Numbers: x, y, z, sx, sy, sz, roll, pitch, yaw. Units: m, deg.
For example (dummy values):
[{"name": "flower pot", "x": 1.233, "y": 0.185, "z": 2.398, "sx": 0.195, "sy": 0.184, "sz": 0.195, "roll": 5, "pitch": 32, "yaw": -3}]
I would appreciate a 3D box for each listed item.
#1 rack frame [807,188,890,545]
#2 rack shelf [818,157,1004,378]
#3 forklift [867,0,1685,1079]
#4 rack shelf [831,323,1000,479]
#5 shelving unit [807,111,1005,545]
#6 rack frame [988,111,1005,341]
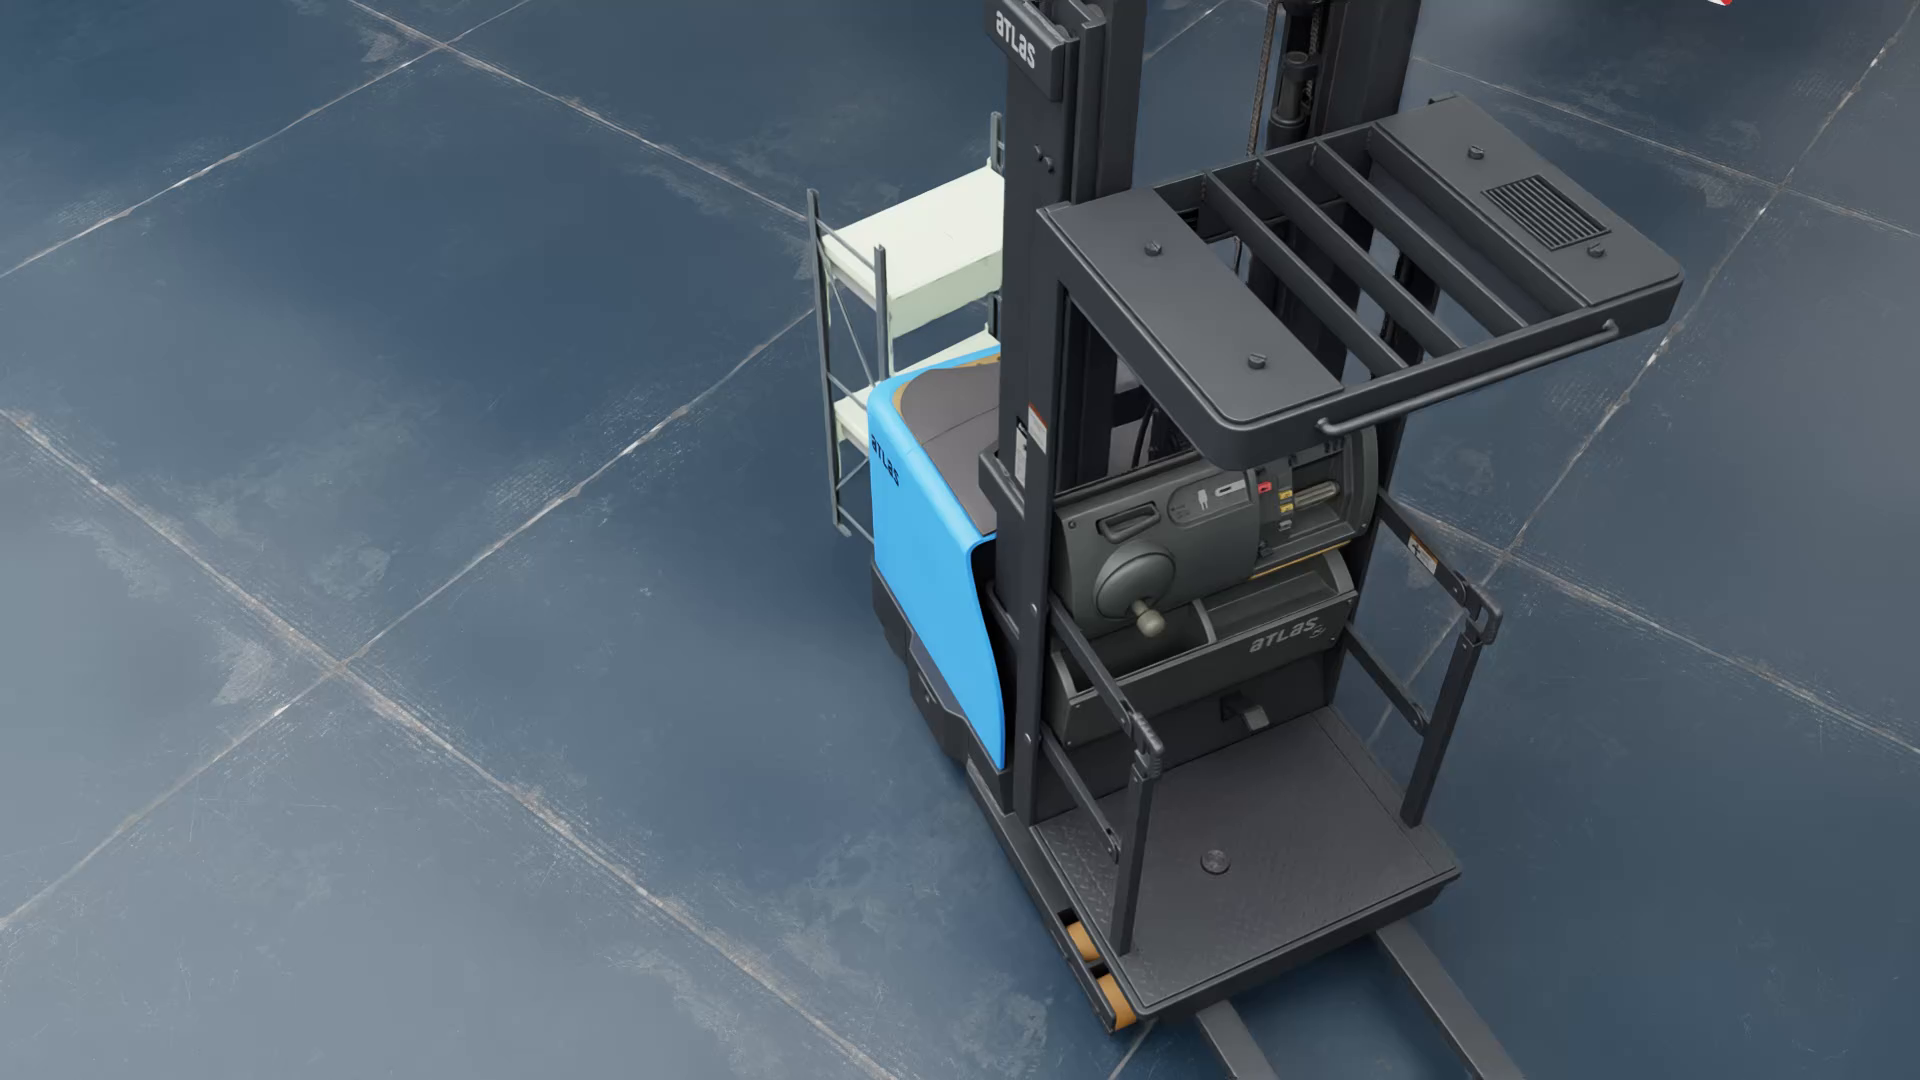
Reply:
[{"name": "rack frame", "x": -0.352, "y": -0.472, "z": 5.664, "sx": 0.023, "sy": 1.500, "sz": 0.400, "roll": -29, "pitch": 53, "yaw": -25}, {"name": "rack shelf", "x": -0.060, "y": -0.901, "z": 5.534, "sx": 0.720, "sy": 0.370, "sz": 0.431, "roll": -29, "pitch": 53, "yaw": -25}, {"name": "forklift", "x": 0.778, "y": 0.051, "z": 4.174, "sx": 1.130, "sy": 2.935, "sz": 3.031, "roll": -19, "pitch": 49, "yaw": -17}, {"name": "rack shelf", "x": -0.060, "y": -0.406, "z": 6.052, "sx": 0.720, "sy": 0.370, "sz": 0.431, "roll": -29, "pitch": 53, "yaw": -25}, {"name": "shelving unit", "x": -0.060, "y": -0.631, "z": 5.816, "sx": 0.755, "sy": 1.500, "sz": 0.431, "roll": -29, "pitch": 53, "yaw": -25}, {"name": "rack frame", "x": 0.232, "y": -0.791, "z": 5.968, "sx": 0.023, "sy": 1.500, "sz": 0.400, "roll": -29, "pitch": 53, "yaw": -25}]
